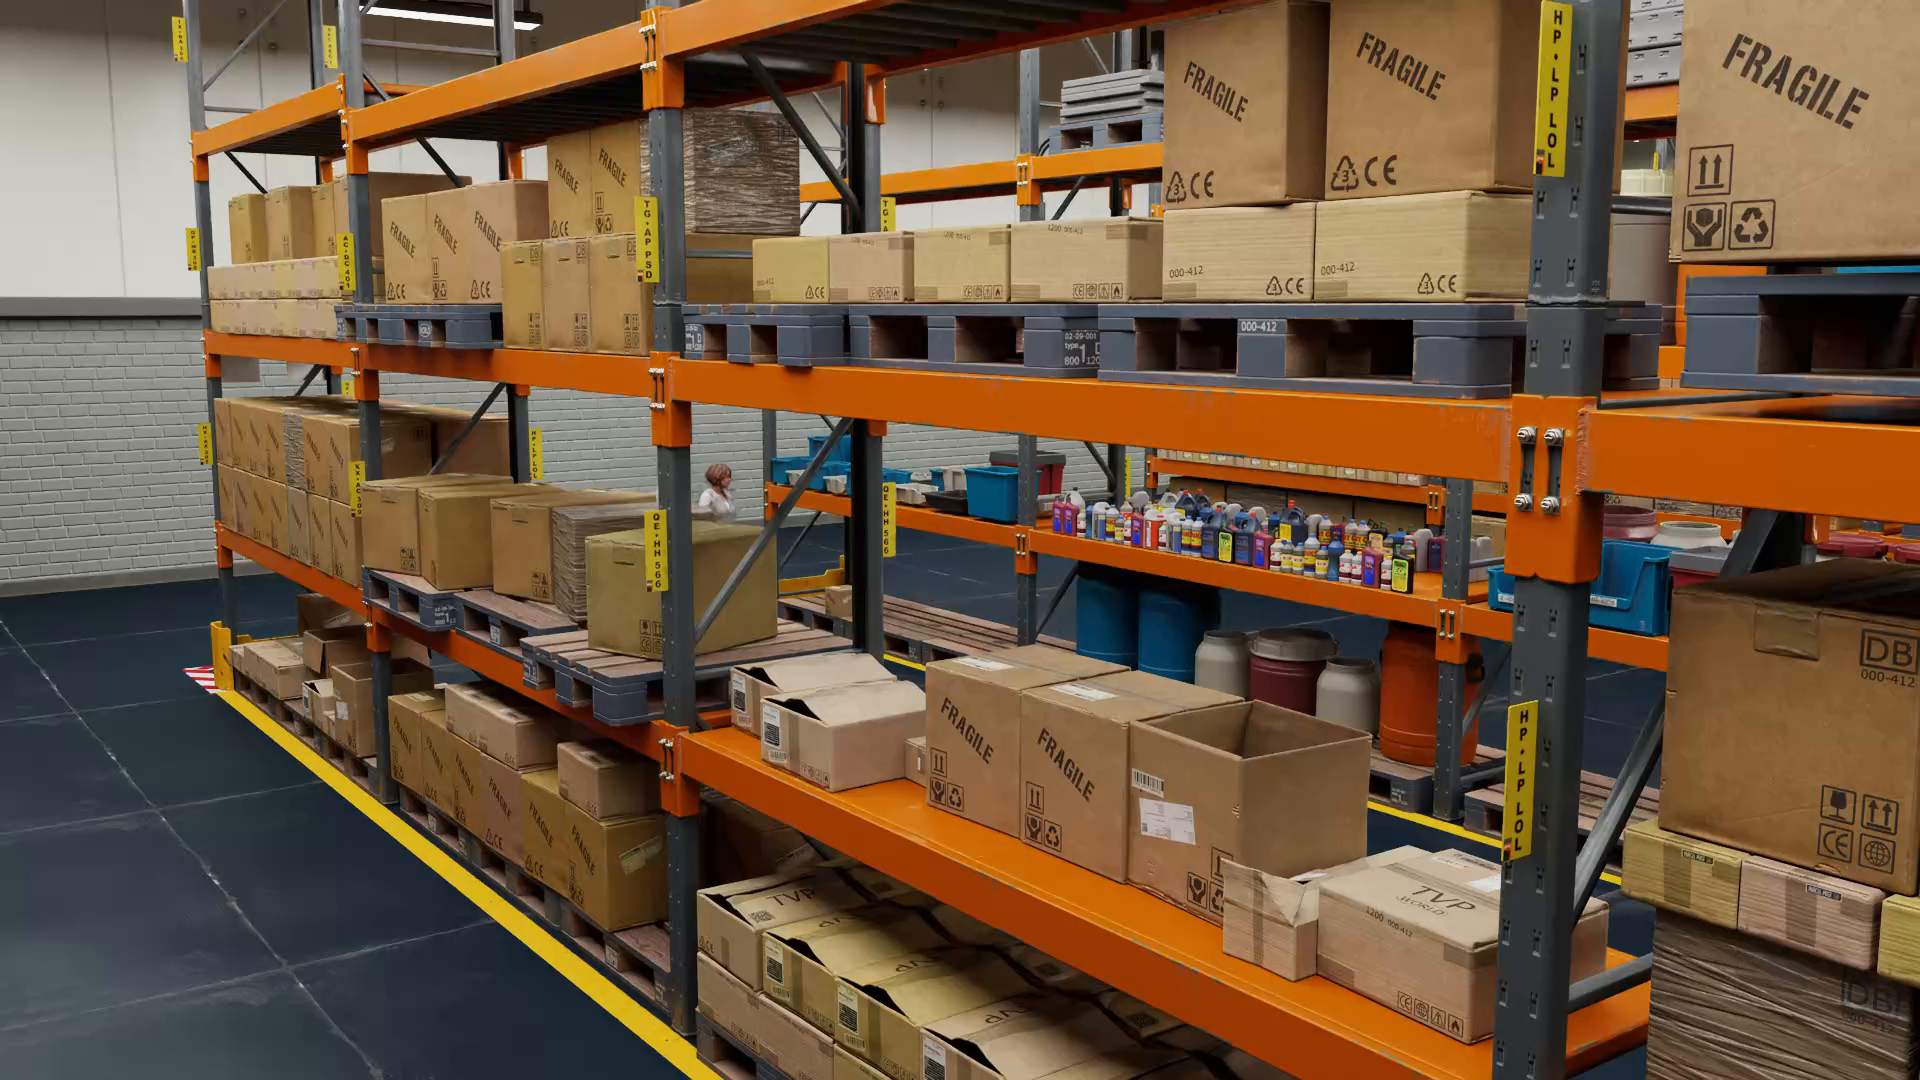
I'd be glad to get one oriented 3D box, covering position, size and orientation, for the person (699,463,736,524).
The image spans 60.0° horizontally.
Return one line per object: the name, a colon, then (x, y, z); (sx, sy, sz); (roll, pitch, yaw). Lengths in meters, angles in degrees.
person: (-2.196, 0.102, 14.980); (0.426, 1.581, 0.483); (5, 10, 33)
